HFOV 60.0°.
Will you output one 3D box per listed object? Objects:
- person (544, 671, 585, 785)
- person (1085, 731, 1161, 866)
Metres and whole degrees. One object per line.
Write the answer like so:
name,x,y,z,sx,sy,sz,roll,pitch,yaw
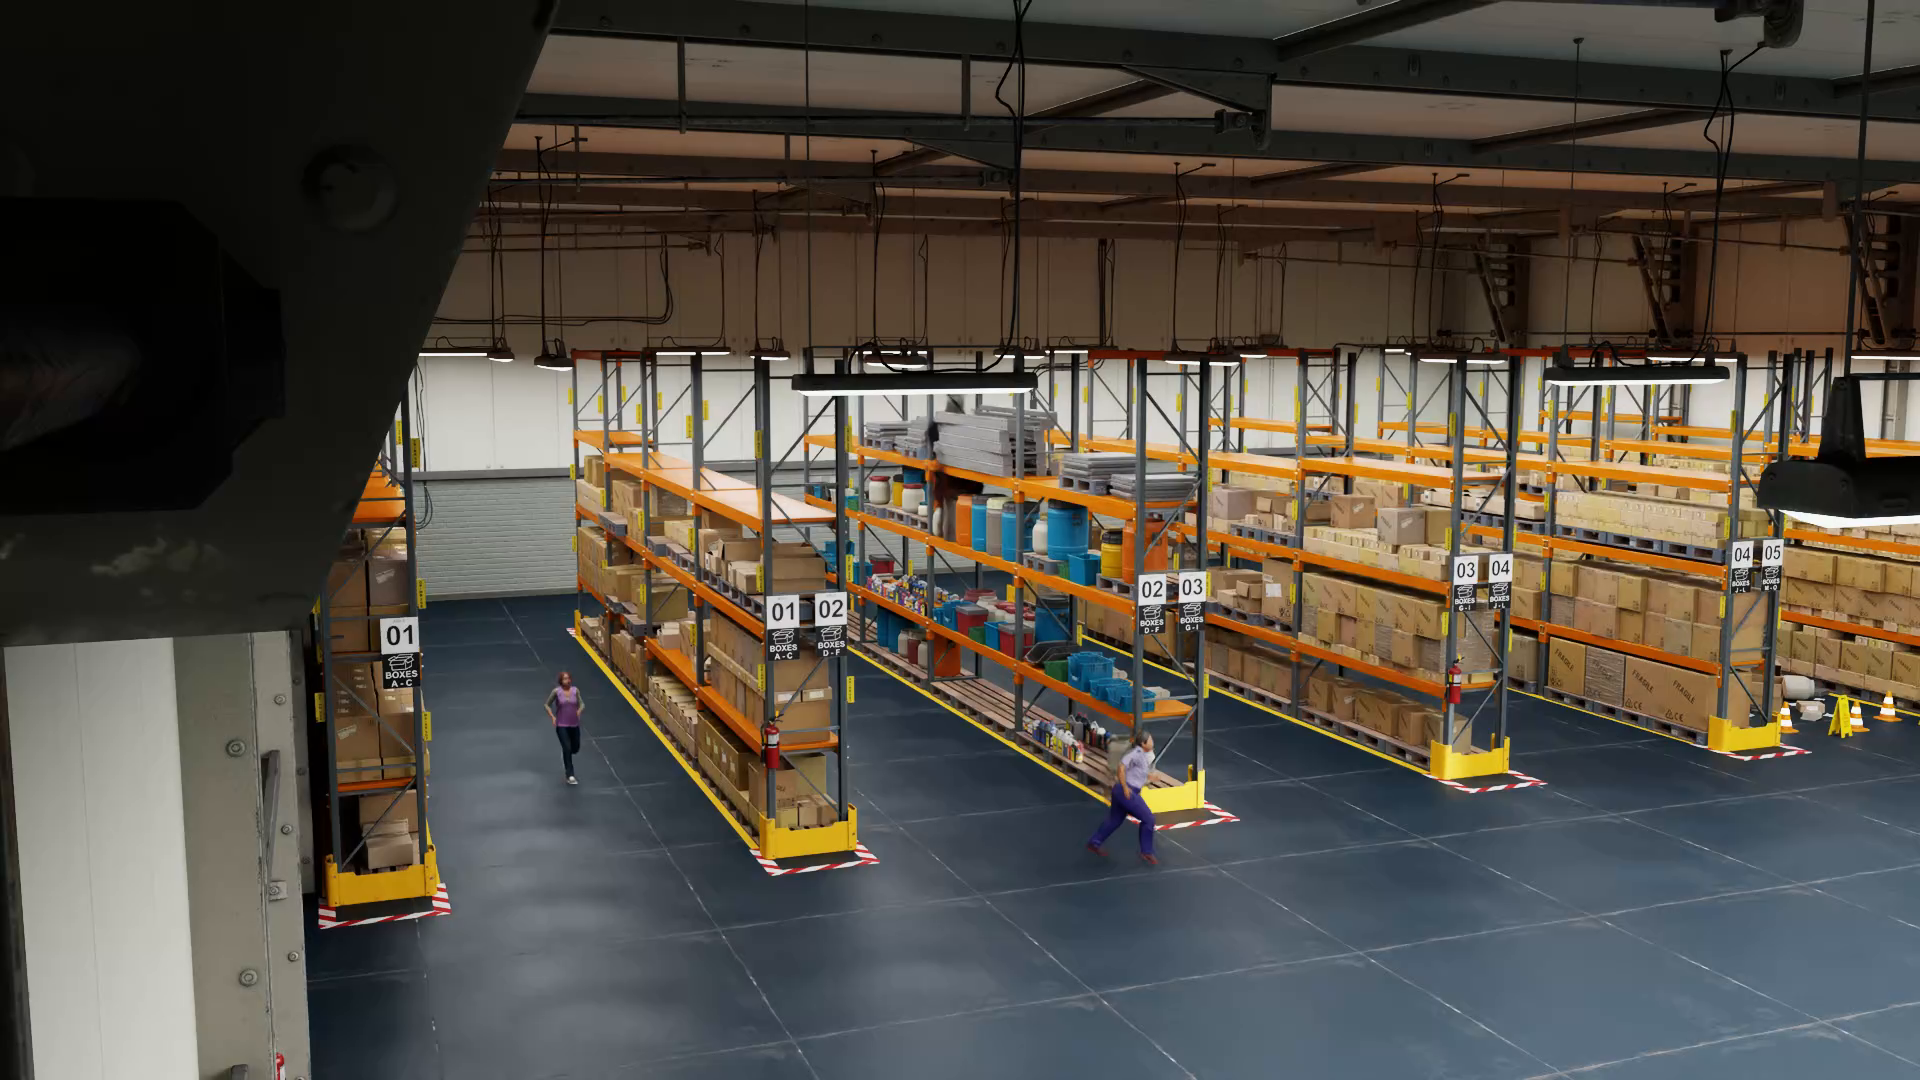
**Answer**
person,-5.587,2.628,23.570,0.548,1.565,0.780,-4,8,-30
person,1.966,3.085,19.879,0.890,1.642,0.597,0,7,4
